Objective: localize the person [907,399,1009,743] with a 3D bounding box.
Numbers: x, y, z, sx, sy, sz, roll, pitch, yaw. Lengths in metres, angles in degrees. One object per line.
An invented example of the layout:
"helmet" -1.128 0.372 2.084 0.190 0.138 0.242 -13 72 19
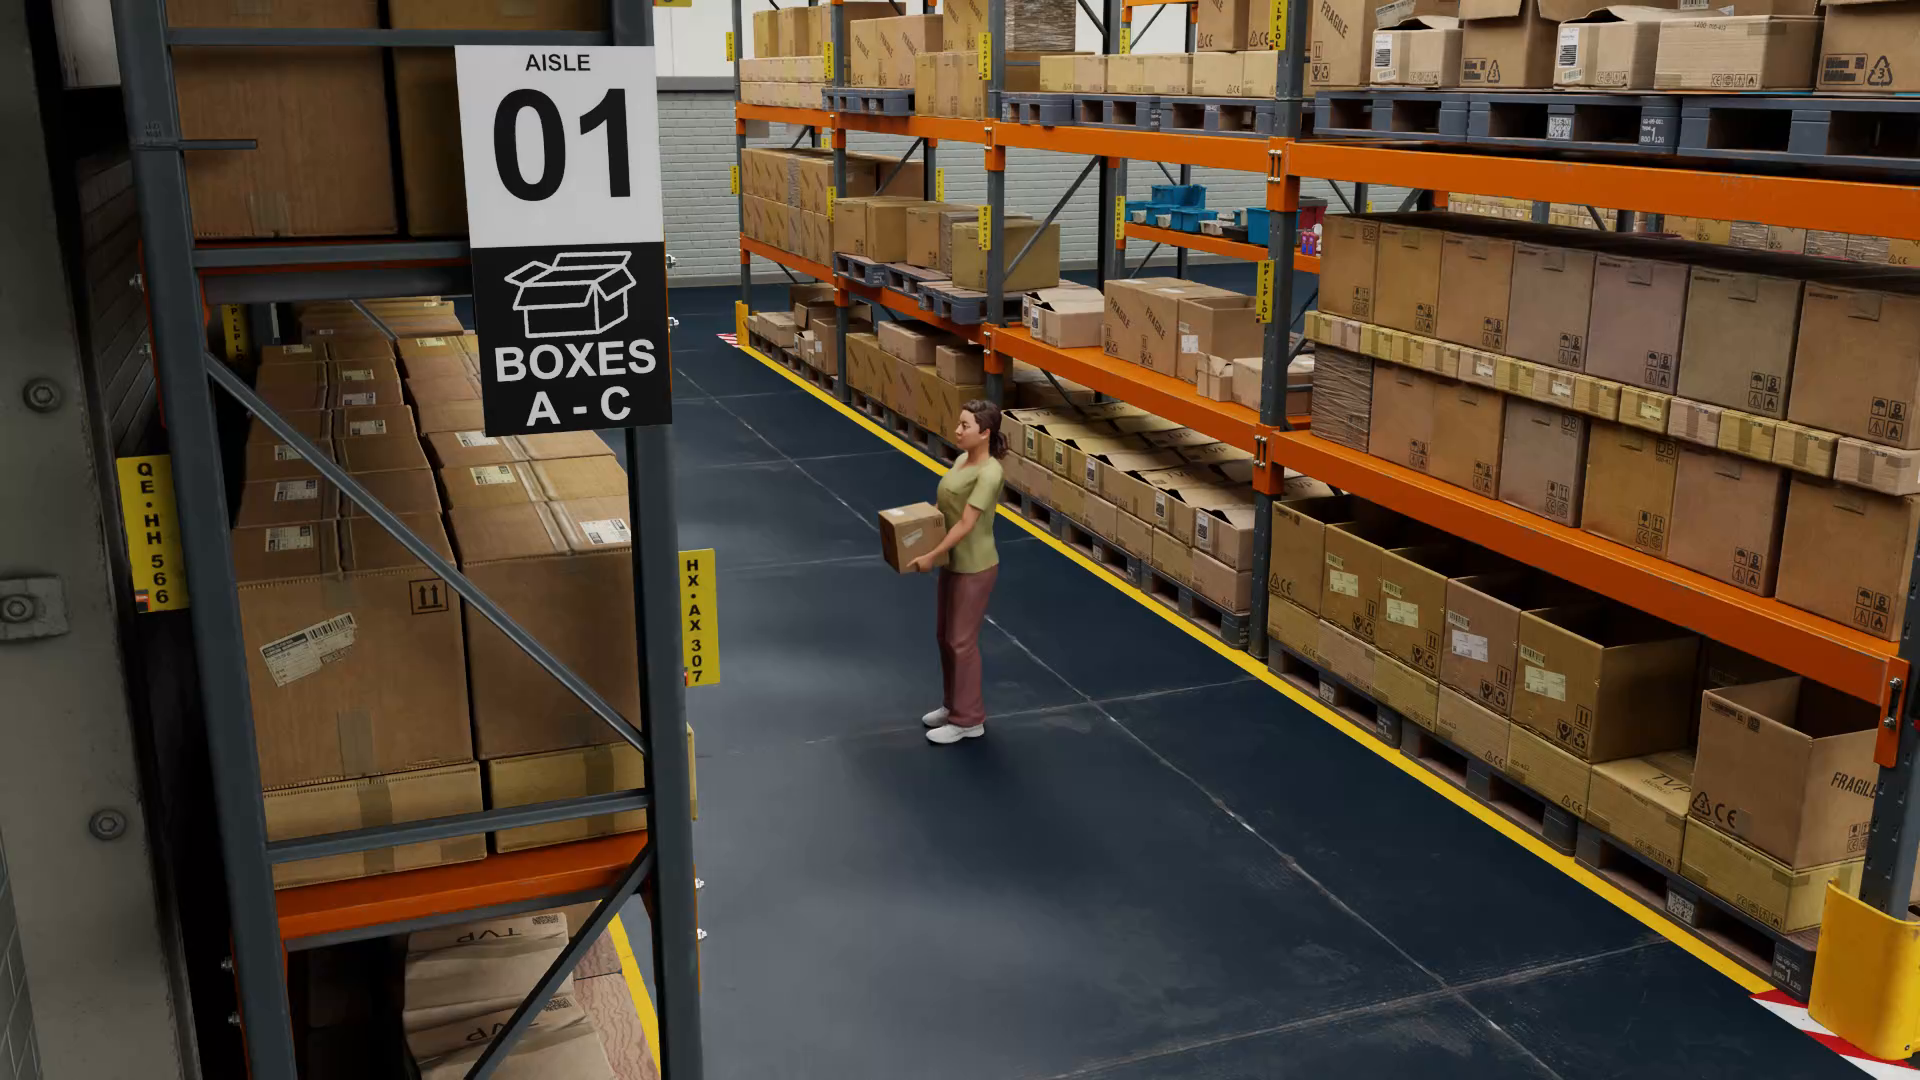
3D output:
"person" -0.031 0.150 8.020 0.558 1.664 0.425 -6 17 -19
